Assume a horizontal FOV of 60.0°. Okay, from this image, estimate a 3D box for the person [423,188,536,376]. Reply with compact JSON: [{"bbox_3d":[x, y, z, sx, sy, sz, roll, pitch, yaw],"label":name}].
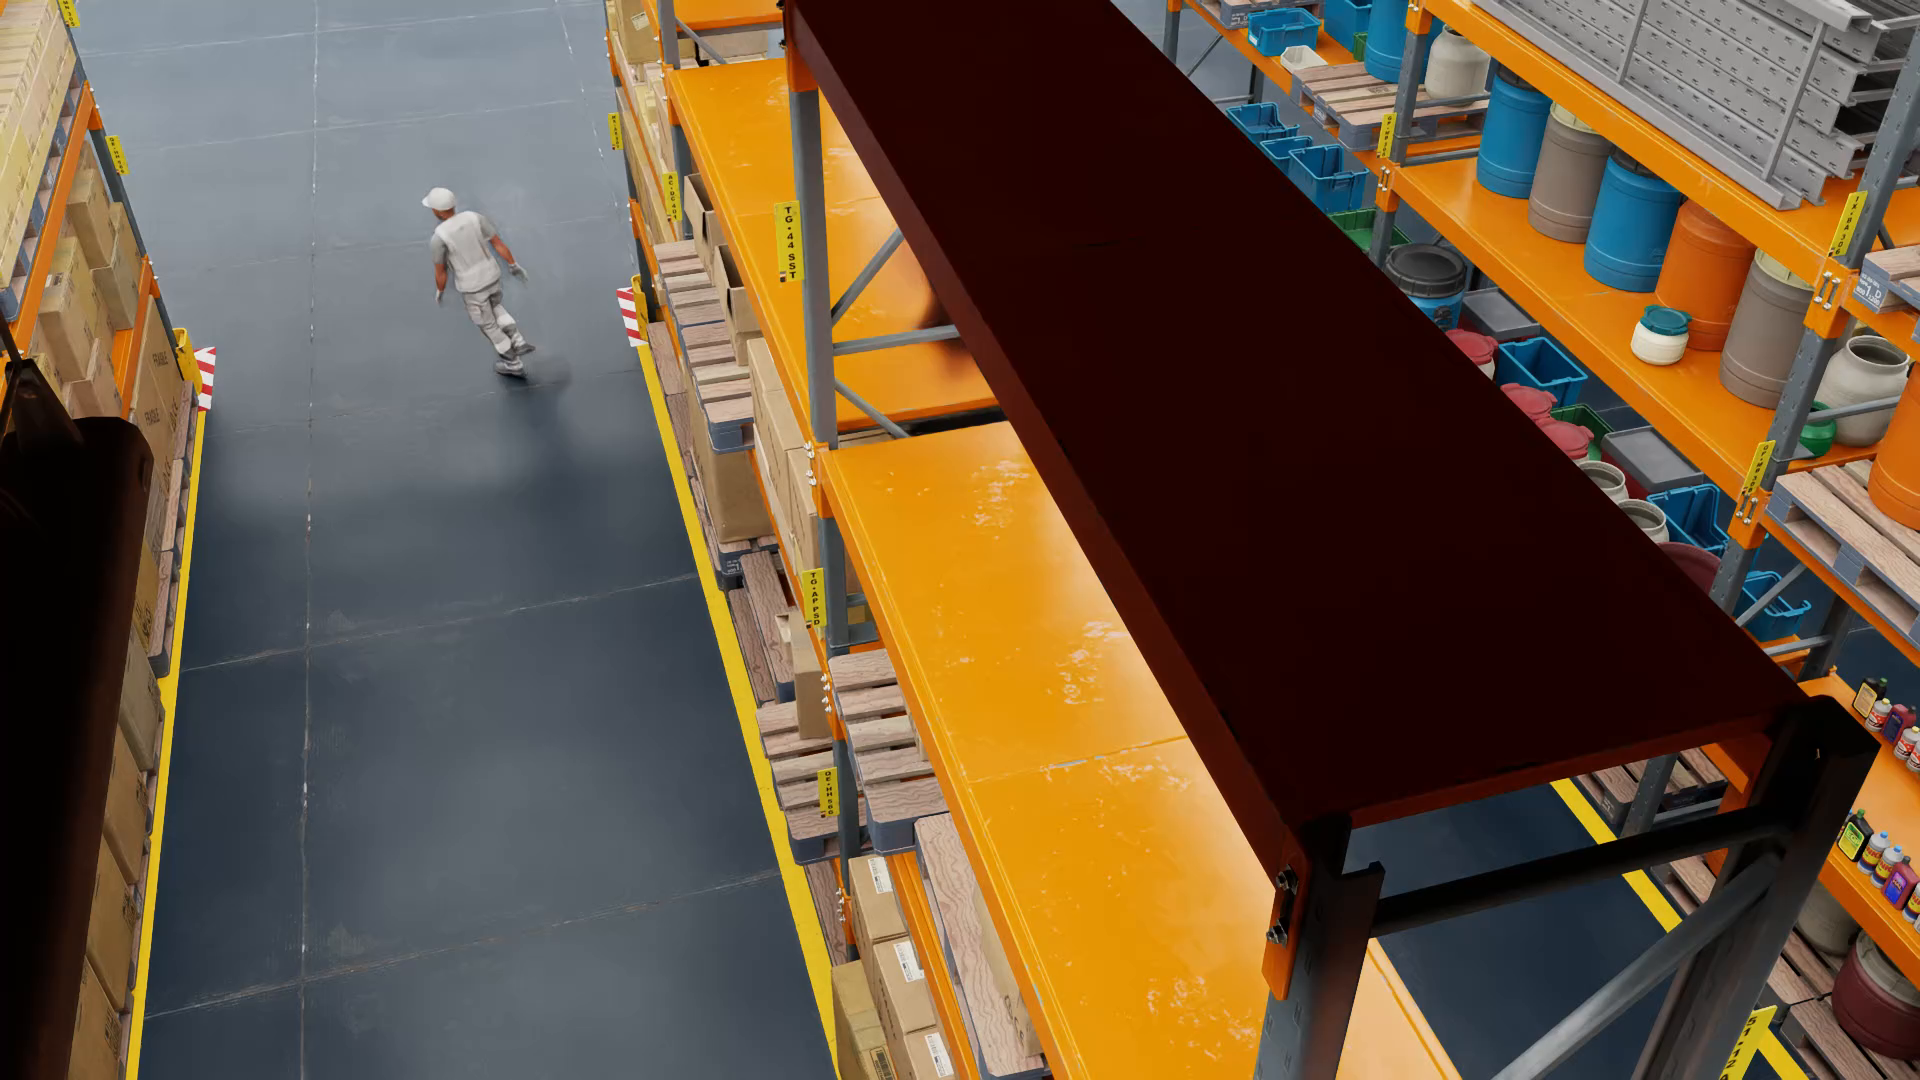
[{"bbox_3d":[-4.119,-2.193,14.199,0.611,1.737,0.667,26,45,29],"label":"person"}]
